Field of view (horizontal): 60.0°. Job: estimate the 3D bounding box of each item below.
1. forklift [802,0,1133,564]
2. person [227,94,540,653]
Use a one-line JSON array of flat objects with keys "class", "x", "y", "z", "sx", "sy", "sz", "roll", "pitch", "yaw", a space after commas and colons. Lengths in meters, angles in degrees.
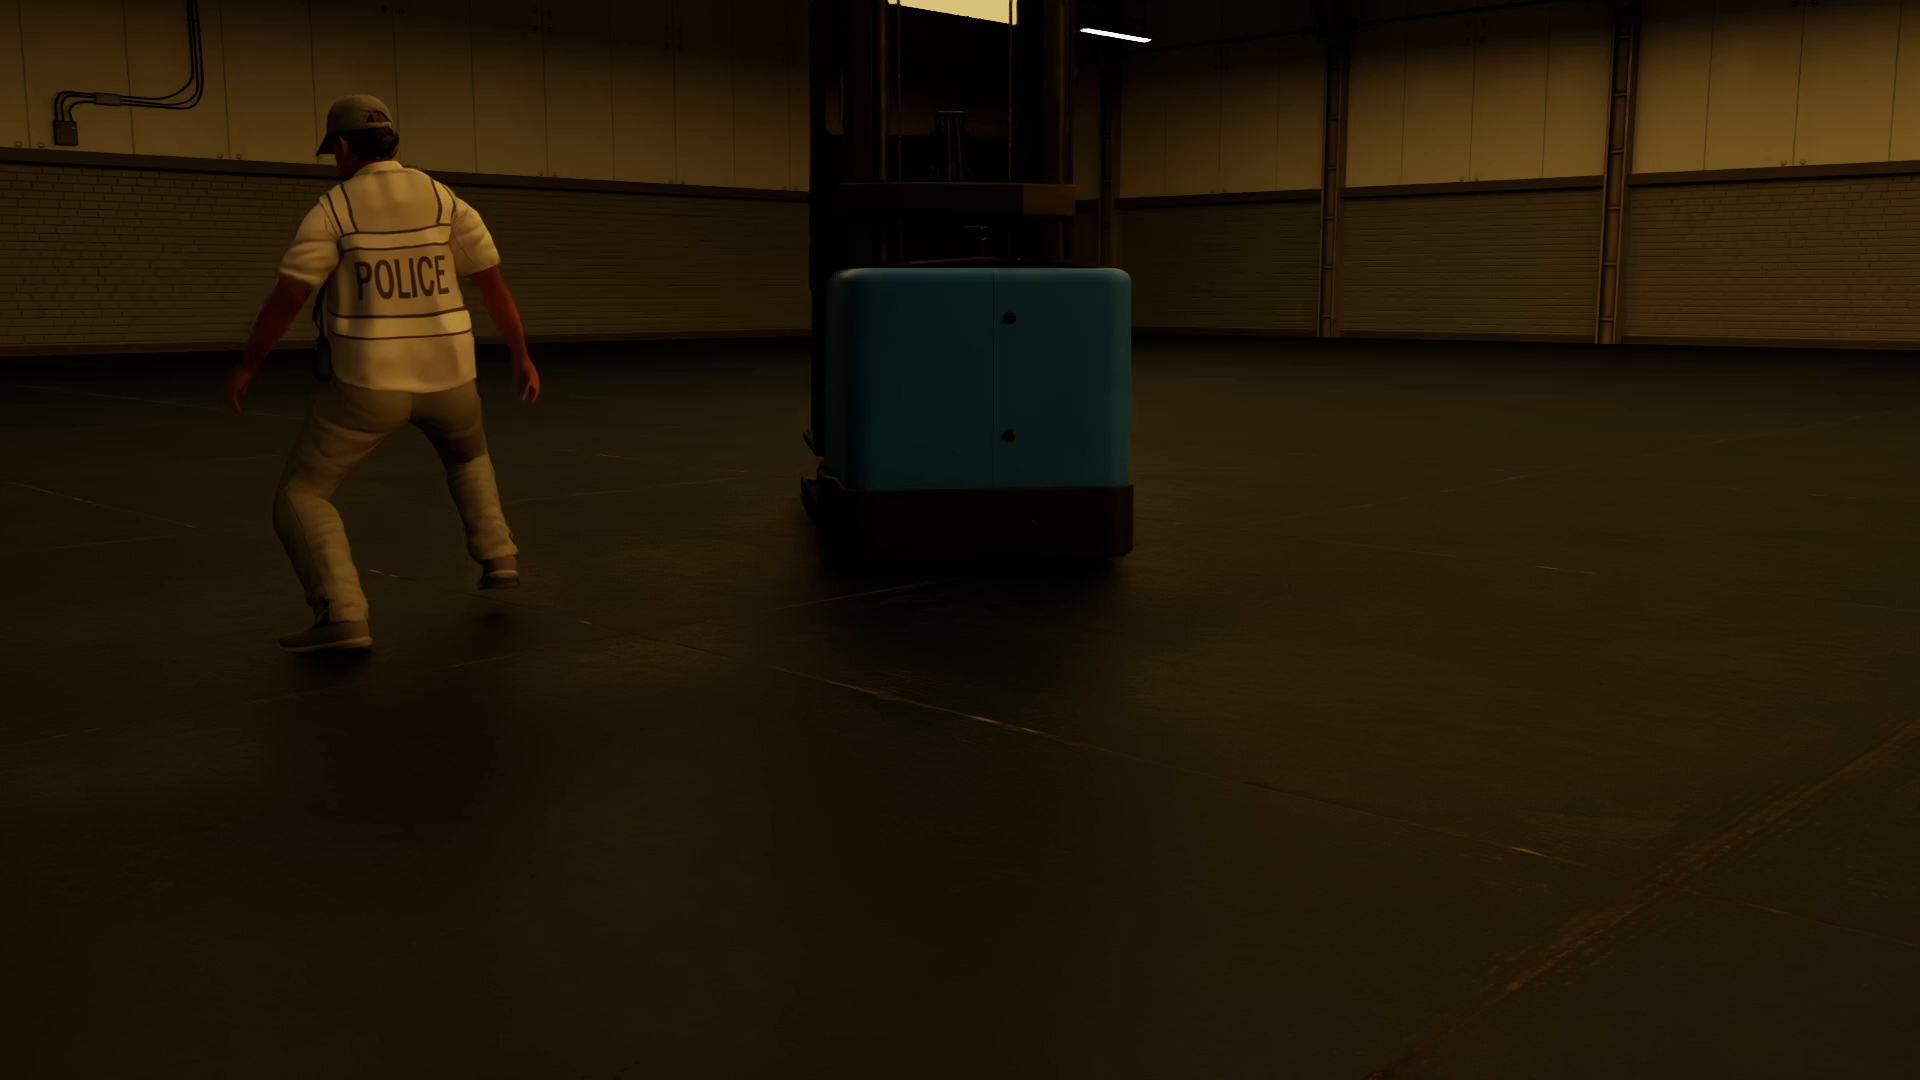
[{"class": "forklift", "x": -0.115, "y": -1.541, "z": 7.107, "sx": 1.130, "sy": 2.935, "sz": 3.031, "roll": -1, "pitch": 9, "yaw": -9}, {"class": "person", "x": -1.659, "y": -0.495, "z": 4.855, "sx": 0.864, "sy": 1.564, "sz": 0.589, "roll": -6, "pitch": 10, "yaw": -33}]
